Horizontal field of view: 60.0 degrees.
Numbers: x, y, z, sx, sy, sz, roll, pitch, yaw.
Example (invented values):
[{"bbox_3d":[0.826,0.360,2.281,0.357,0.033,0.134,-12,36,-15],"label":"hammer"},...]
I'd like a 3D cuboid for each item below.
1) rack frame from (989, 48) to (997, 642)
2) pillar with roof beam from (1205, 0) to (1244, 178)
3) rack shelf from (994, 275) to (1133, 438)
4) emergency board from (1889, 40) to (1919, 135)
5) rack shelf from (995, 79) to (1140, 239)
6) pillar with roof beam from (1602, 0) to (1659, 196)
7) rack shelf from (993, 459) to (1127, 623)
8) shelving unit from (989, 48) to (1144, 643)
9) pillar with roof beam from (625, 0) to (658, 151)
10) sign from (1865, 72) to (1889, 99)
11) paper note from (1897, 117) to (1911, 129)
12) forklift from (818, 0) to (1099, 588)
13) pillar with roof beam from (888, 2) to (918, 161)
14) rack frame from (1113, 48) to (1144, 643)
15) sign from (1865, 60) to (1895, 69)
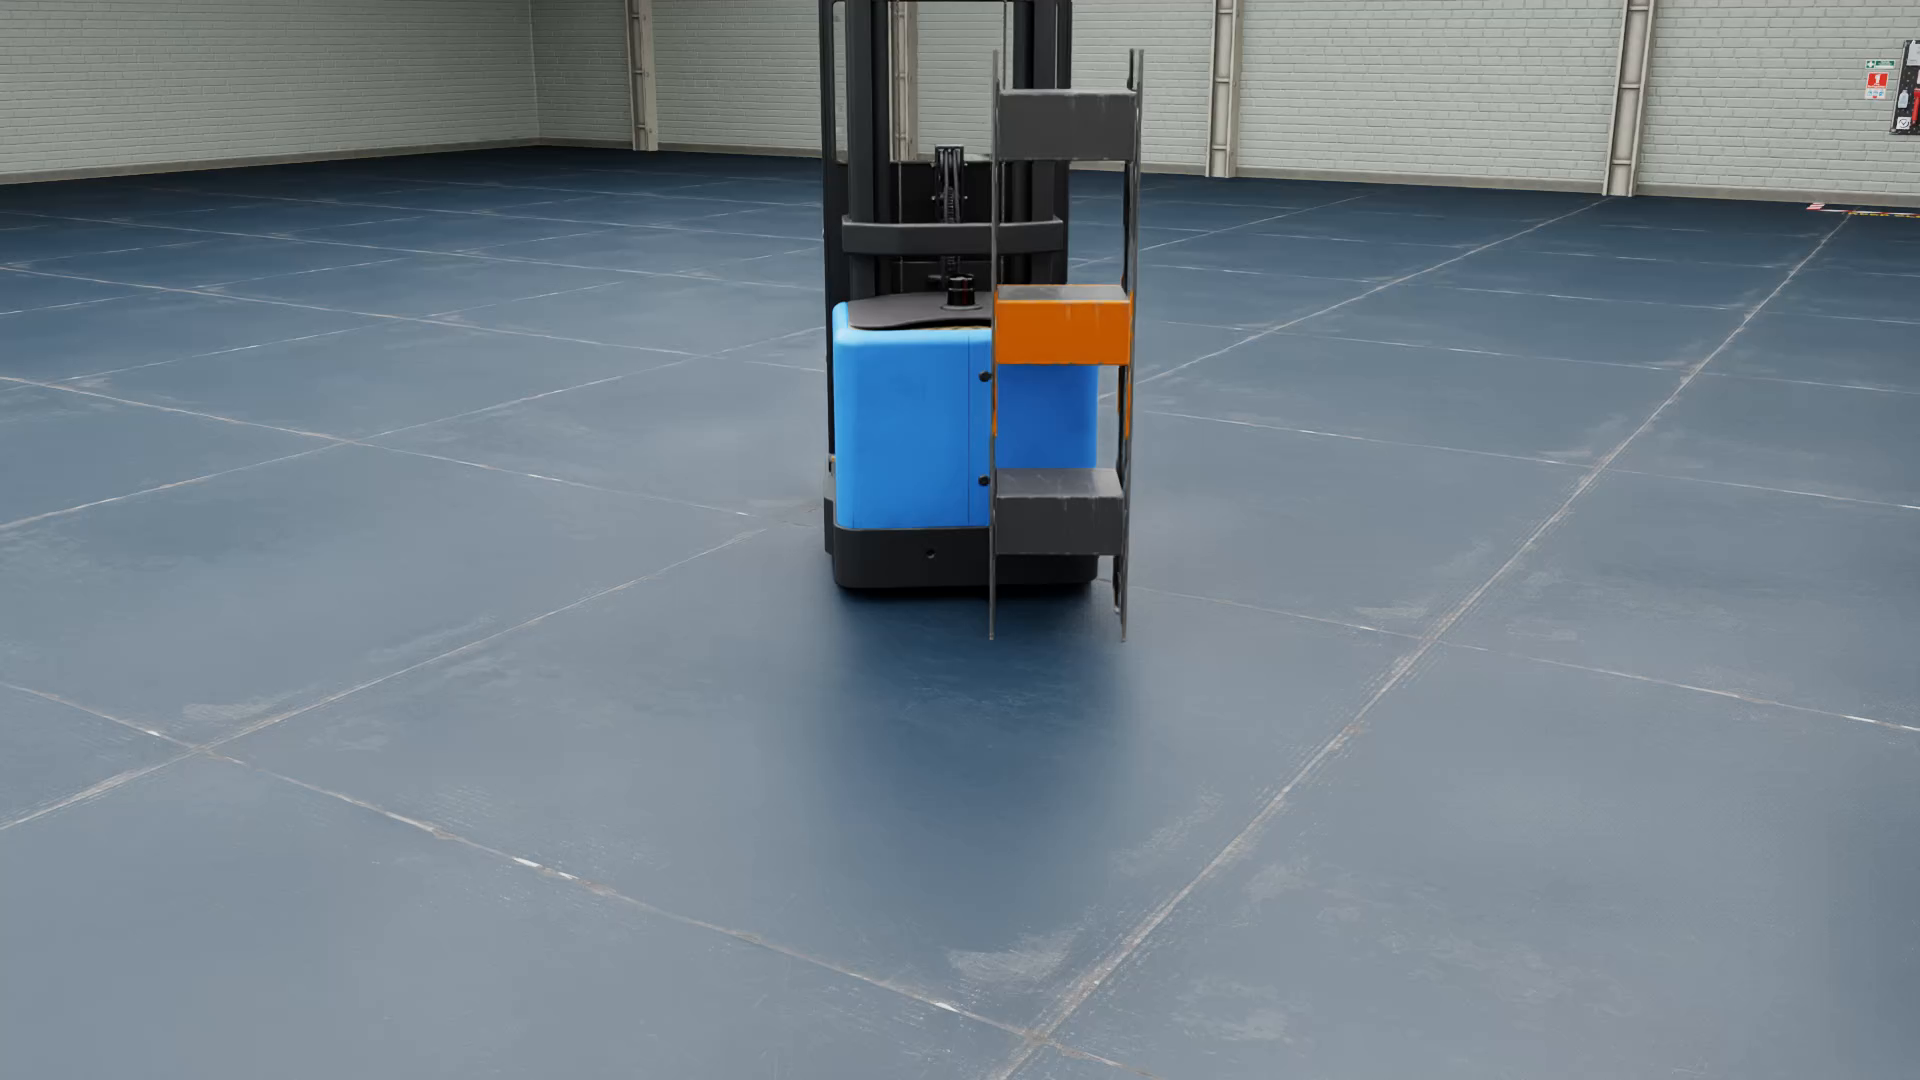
[{"bbox_3d":[0.119,-0.686,6.027,0.015,2.100,0.400,0,17,1],"label":"rack frame"},{"bbox_3d":[1.869,-8.988,21.489,0.400,9.000,9.100,10,20,30],"label":"pillar with roof beam"},{"bbox_3d":[0.363,-0.672,6.028,0.480,0.518,0.431,0,17,1],"label":"rack shelf"},{"bbox_3d":[12.264,-5.750,21.150,0.626,1.169,0.157,10,20,30],"label":"emergency board"},{"bbox_3d":[0.363,-1.342,5.825,0.480,0.518,0.431,0,17,1],"label":"rack shelf"},{"bbox_3d":[6.982,-8.076,18.484,0.400,9.000,9.100,10,20,30],"label":"pillar with roof beam"},{"bbox_3d":[0.363,-0.002,6.232,0.480,0.518,0.431,0,17,1],"label":"rack shelf"},{"bbox_3d":[0.363,-0.685,6.024,0.503,2.100,0.431,0,17,1],"label":"shelving unit"},{"bbox_3d":[-8.356,-10.814,27.498,0.400,9.000,9.100,10,20,30],"label":"pillar with roof beam"},{"bbox_3d":[11.845,-5.871,21.486,0.234,0.329,0.001,10,20,30],"label":"sign"},{"bbox_3d":[12.147,-5.367,21.403,0.142,0.148,0.016,10,20,30],"label":"paper note"},{"bbox_3d":[-0.083,-1.592,7.578,1.130,2.935,3.031,-1,17,-4],"label":"forklift"},{"bbox_3d":[-3.243,-9.901,24.493,0.400,9.000,9.100,10,20,30],"label":"pillar with roof beam"},{"bbox_3d":[0.607,-0.684,6.021,0.015,2.100,0.400,0,17,1],"label":"rack frame"},{"bbox_3d":[11.844,-6.122,21.400,0.331,0.109,0.001,10,20,30],"label":"sign"}]
